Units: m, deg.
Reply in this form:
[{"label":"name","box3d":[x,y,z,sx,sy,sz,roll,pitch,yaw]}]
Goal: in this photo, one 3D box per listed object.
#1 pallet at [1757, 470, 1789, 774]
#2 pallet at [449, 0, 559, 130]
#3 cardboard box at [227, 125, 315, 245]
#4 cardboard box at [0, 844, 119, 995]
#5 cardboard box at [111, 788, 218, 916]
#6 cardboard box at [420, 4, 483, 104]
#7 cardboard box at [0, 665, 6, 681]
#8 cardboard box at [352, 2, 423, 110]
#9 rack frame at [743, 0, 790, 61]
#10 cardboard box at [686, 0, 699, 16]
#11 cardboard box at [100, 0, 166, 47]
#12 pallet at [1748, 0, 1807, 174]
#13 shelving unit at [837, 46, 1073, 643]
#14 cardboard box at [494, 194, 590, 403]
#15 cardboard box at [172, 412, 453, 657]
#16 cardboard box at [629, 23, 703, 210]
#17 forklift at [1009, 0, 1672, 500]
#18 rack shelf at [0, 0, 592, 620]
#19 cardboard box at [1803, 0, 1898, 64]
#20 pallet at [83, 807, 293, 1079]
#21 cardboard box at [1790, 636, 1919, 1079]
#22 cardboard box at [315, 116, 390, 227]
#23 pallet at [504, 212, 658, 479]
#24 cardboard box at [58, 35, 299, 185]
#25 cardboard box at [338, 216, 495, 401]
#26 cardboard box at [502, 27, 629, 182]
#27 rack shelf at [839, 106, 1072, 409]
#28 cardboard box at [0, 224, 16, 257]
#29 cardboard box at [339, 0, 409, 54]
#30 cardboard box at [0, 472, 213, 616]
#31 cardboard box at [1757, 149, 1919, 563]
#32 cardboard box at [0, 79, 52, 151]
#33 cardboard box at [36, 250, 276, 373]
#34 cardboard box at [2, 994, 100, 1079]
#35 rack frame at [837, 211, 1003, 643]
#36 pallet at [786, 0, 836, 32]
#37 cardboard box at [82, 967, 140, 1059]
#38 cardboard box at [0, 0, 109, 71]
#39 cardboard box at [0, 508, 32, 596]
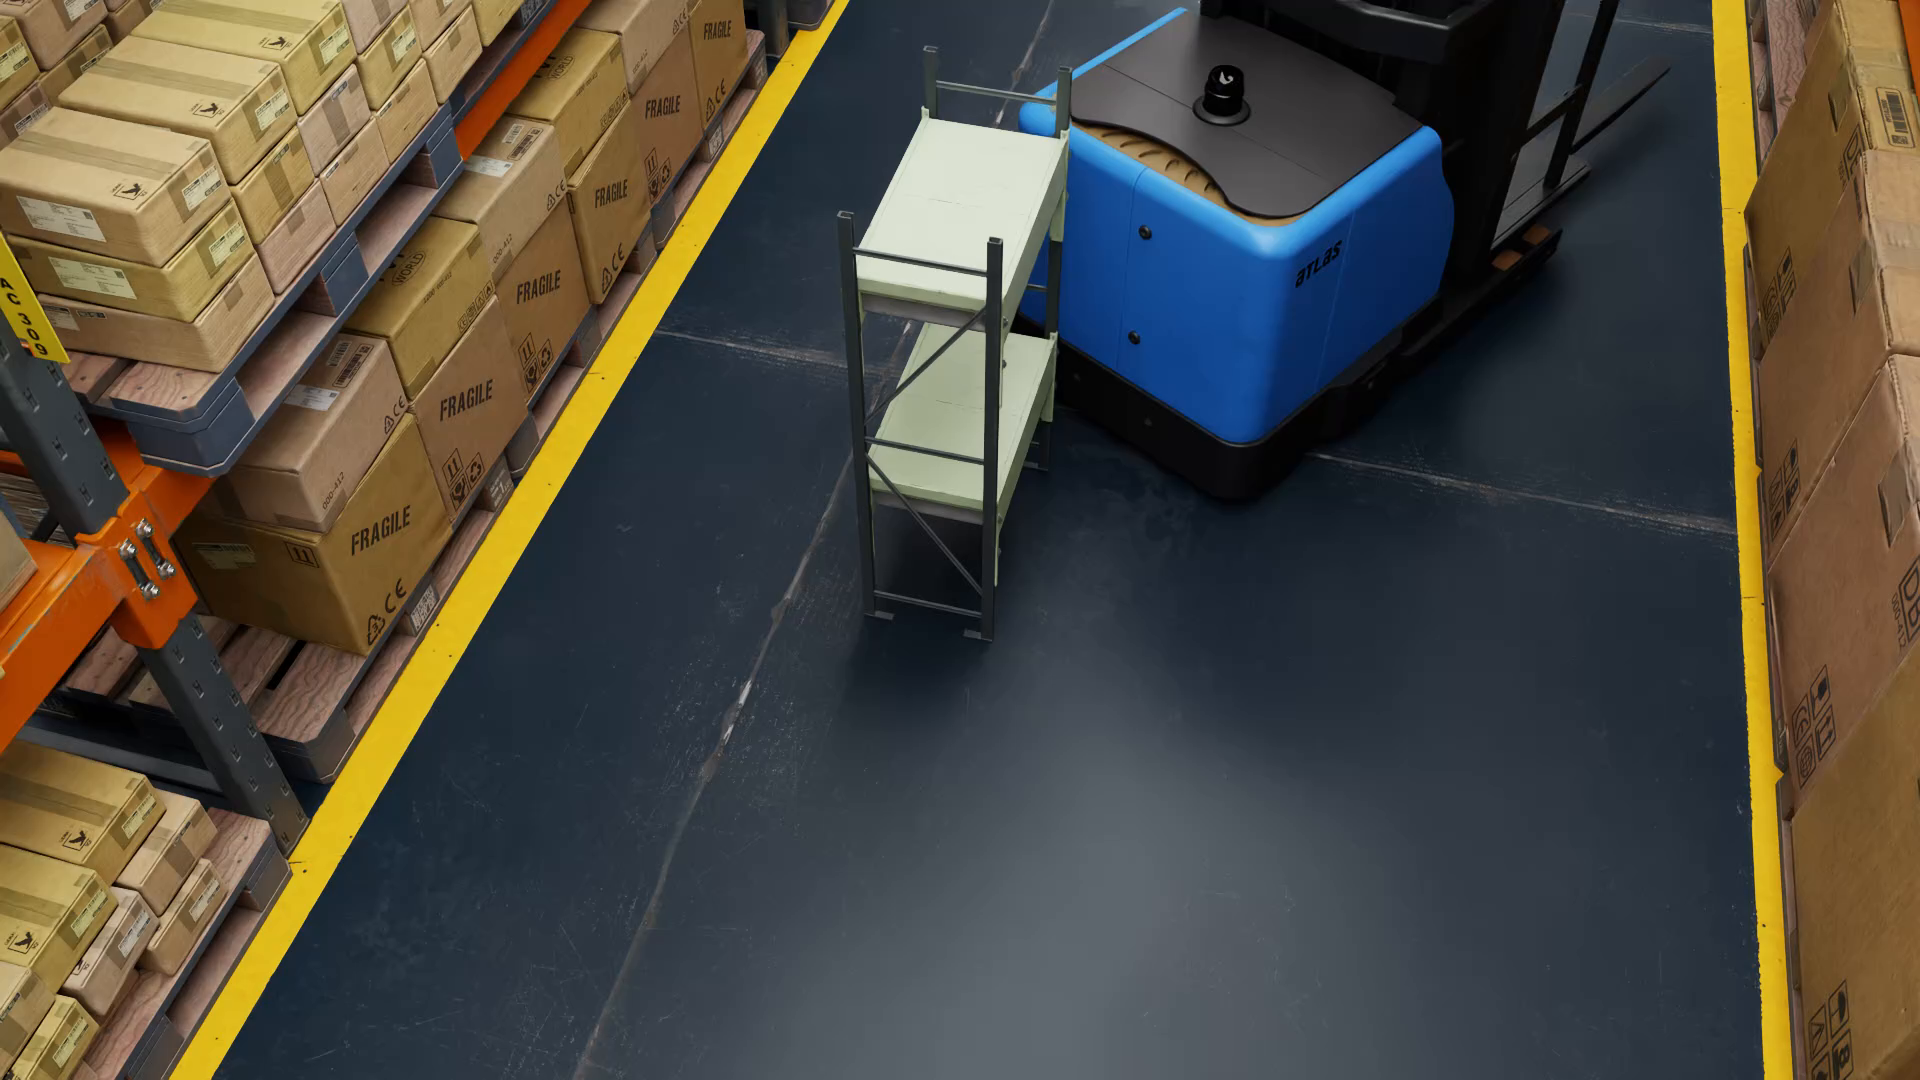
[{"label":"pallet","box3d":[2.929,0.245,4.893,1.003,0.211,1.213,12,50,10]},{"label":"pallet","box3d":[-1.708,-1.661,4.844,1.003,0.211,1.213,12,50,10]},{"label":"cardboard box","box3d":[-1.666,-0.808,3.651,0.380,0.149,0.250,11,49,9]},{"label":"cardboard box","box3d":[-2.151,0.837,3.735,0.380,0.149,0.250,12,50,11]},{"label":"cardboard box","box3d":[-2.055,0.725,4.032,0.380,0.149,0.250,12,50,11]},{"label":"cardboard box","box3d":[-1.461,-1.269,4.257,0.380,0.149,0.250,10,49,8]},{"label":"cardboard box","box3d":[-2.091,0.272,3.177,0.380,0.149,0.250,10,49,9]},{"label":"cardboard box","box3d":[-1.530,-1.183,3.982,0.380,0.149,0.250,10,49,8]},{"label":"rack frame","box3d":[-1.226,-3.165,6.042,1.000,3.000,0.127,12,50,10]},{"label":"cardboard box","box3d":[-1.154,-2.178,6.059,0.500,0.250,0.500,11,49,9]},{"label":"cardboard box","box3d":[-2.161,-1.321,4.104,0.380,0.149,0.250,10,49,9]},{"label":"pallet","box3d":[3.739,-1.755,6.658,1.003,0.211,1.213,12,50,10]},{"label":"shelving unit","box3d":[0.002,-0.501,4.692,0.431,1.500,0.755,12,50,10]},{"label":"cardboard box","box3d":[-1.566,-0.830,5.369,0.500,0.500,0.500,12,50,11]},{"label":"cardboard box","box3d":[-1.829,-0.065,4.694,0.500,0.500,0.500,13,50,11]},{"label":"cardboard box","box3d":[-1.288,-1.574,6.026,0.500,0.500,0.500,13,50,12]},{"label":"forklift","box3d":[1.550,-2.102,5.150,1.130,2.935,3.031,36,58,28]},{"label":"rack shelf","box3d":[-1.753,-1.480,5.035,1.077,0.370,4.000,12,50,10]},{"label":"cardboard box","box3d":[3.689,-1.920,6.318,0.700,0.500,0.500,9,49,8]},{"label":"pallet","box3d":[-2.422,1.144,4.100,1.003,0.211,1.213,12,50,10]},{"label":"cardboard box","box3d":[2.628,0.878,3.612,1.225,0.875,0.875,12,50,10]},{"label":"cardboard box","box3d":[-1.595,-0.903,3.934,0.380,0.149,0.250,12,50,10]},{"label":"pallet","box3d":[-1.757,-0.797,5.813,1.003,0.211,1.213,12,50,10]},{"label":"cardboard box","box3d":[-1.664,-0.921,3.553,0.380,0.149,0.250,13,50,11]},{"label":"cardboard box","box3d":[-1.692,-0.699,4.754,0.500,0.250,0.500,13,50,11]},{"label":"cardboard box","box3d":[-1.425,-1.446,5.413,0.500,0.250,0.500,13,50,11]},{"label":"rack shelf","box3d":[0.002,-0.759,4.399,0.431,0.370,0.720,12,50,10]},{"label":"cardboard box","box3d":[-2.366,-0.654,3.714,0.380,0.149,0.250,11,49,9]},{"label":"cardboard box","box3d":[-1.526,-1.286,3.875,0.380,0.149,0.250,11,49,10]},{"label":"cardboard box","box3d":[-2.327,-0.168,4.785,0.500,0.500,0.500,11,49,9]},{"label":"cardboard box","box3d":[3.088,-0.410,4.749,1.225,0.875,0.875,12,50,10]},{"label":"cardboard box","box3d":[-2.297,-0.943,3.771,0.380,0.149,0.250,12,50,10]},{"label":"cardboard box","box3d":[-1.732,-0.521,3.597,0.380,0.149,0.250,9,49,8]},{"label":"cardboard box","box3d":[-2.168,1.121,3.683,0.380,0.149,0.250,10,49,9]},{"label":"rack frame","box3d":[-0.095,-0.236,4.458,0.400,1.500,0.023,12,50,10]},{"label":"pallet","box3d":[-0.946,-2.797,7.578,1.003,0.211,1.213,12,50,10]},{"label":"cardboard box","box3d":[-2.203,1.055,3.939,0.380,0.149,0.250,13,50,11]},{"label":"cardboard box","box3d":[-2.222,-1.234,3.829,0.380,0.149,0.250,10,49,9]},{"label":"cardboard box","box3d":[-2.134,0.003,2.982,0.500,0.500,0.500,12,50,10]}]
